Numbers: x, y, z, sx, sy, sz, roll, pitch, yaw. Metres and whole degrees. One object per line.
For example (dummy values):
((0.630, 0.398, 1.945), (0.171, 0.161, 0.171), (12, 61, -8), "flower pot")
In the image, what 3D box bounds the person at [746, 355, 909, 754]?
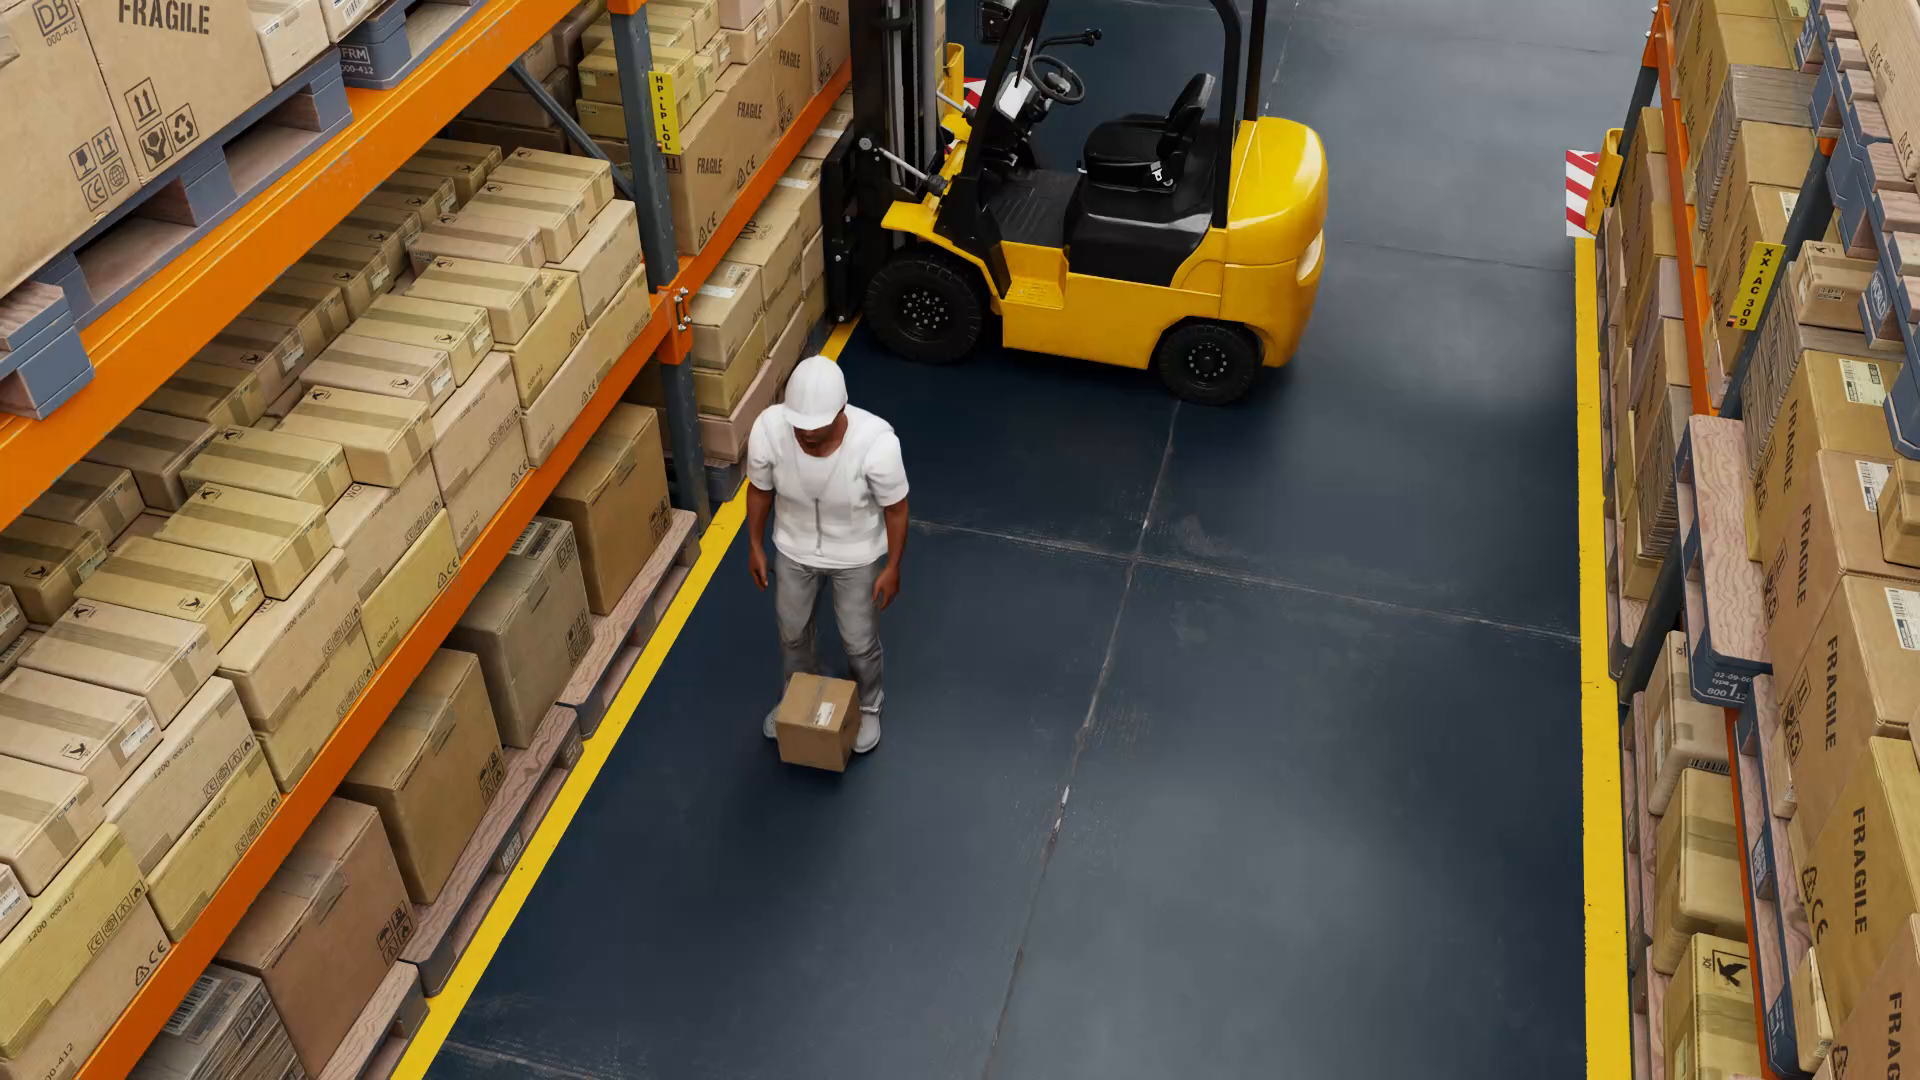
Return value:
((-0.485, 0.049, 6.086), (0.604, 1.762, 0.443), (9, 42, 10), "person")
